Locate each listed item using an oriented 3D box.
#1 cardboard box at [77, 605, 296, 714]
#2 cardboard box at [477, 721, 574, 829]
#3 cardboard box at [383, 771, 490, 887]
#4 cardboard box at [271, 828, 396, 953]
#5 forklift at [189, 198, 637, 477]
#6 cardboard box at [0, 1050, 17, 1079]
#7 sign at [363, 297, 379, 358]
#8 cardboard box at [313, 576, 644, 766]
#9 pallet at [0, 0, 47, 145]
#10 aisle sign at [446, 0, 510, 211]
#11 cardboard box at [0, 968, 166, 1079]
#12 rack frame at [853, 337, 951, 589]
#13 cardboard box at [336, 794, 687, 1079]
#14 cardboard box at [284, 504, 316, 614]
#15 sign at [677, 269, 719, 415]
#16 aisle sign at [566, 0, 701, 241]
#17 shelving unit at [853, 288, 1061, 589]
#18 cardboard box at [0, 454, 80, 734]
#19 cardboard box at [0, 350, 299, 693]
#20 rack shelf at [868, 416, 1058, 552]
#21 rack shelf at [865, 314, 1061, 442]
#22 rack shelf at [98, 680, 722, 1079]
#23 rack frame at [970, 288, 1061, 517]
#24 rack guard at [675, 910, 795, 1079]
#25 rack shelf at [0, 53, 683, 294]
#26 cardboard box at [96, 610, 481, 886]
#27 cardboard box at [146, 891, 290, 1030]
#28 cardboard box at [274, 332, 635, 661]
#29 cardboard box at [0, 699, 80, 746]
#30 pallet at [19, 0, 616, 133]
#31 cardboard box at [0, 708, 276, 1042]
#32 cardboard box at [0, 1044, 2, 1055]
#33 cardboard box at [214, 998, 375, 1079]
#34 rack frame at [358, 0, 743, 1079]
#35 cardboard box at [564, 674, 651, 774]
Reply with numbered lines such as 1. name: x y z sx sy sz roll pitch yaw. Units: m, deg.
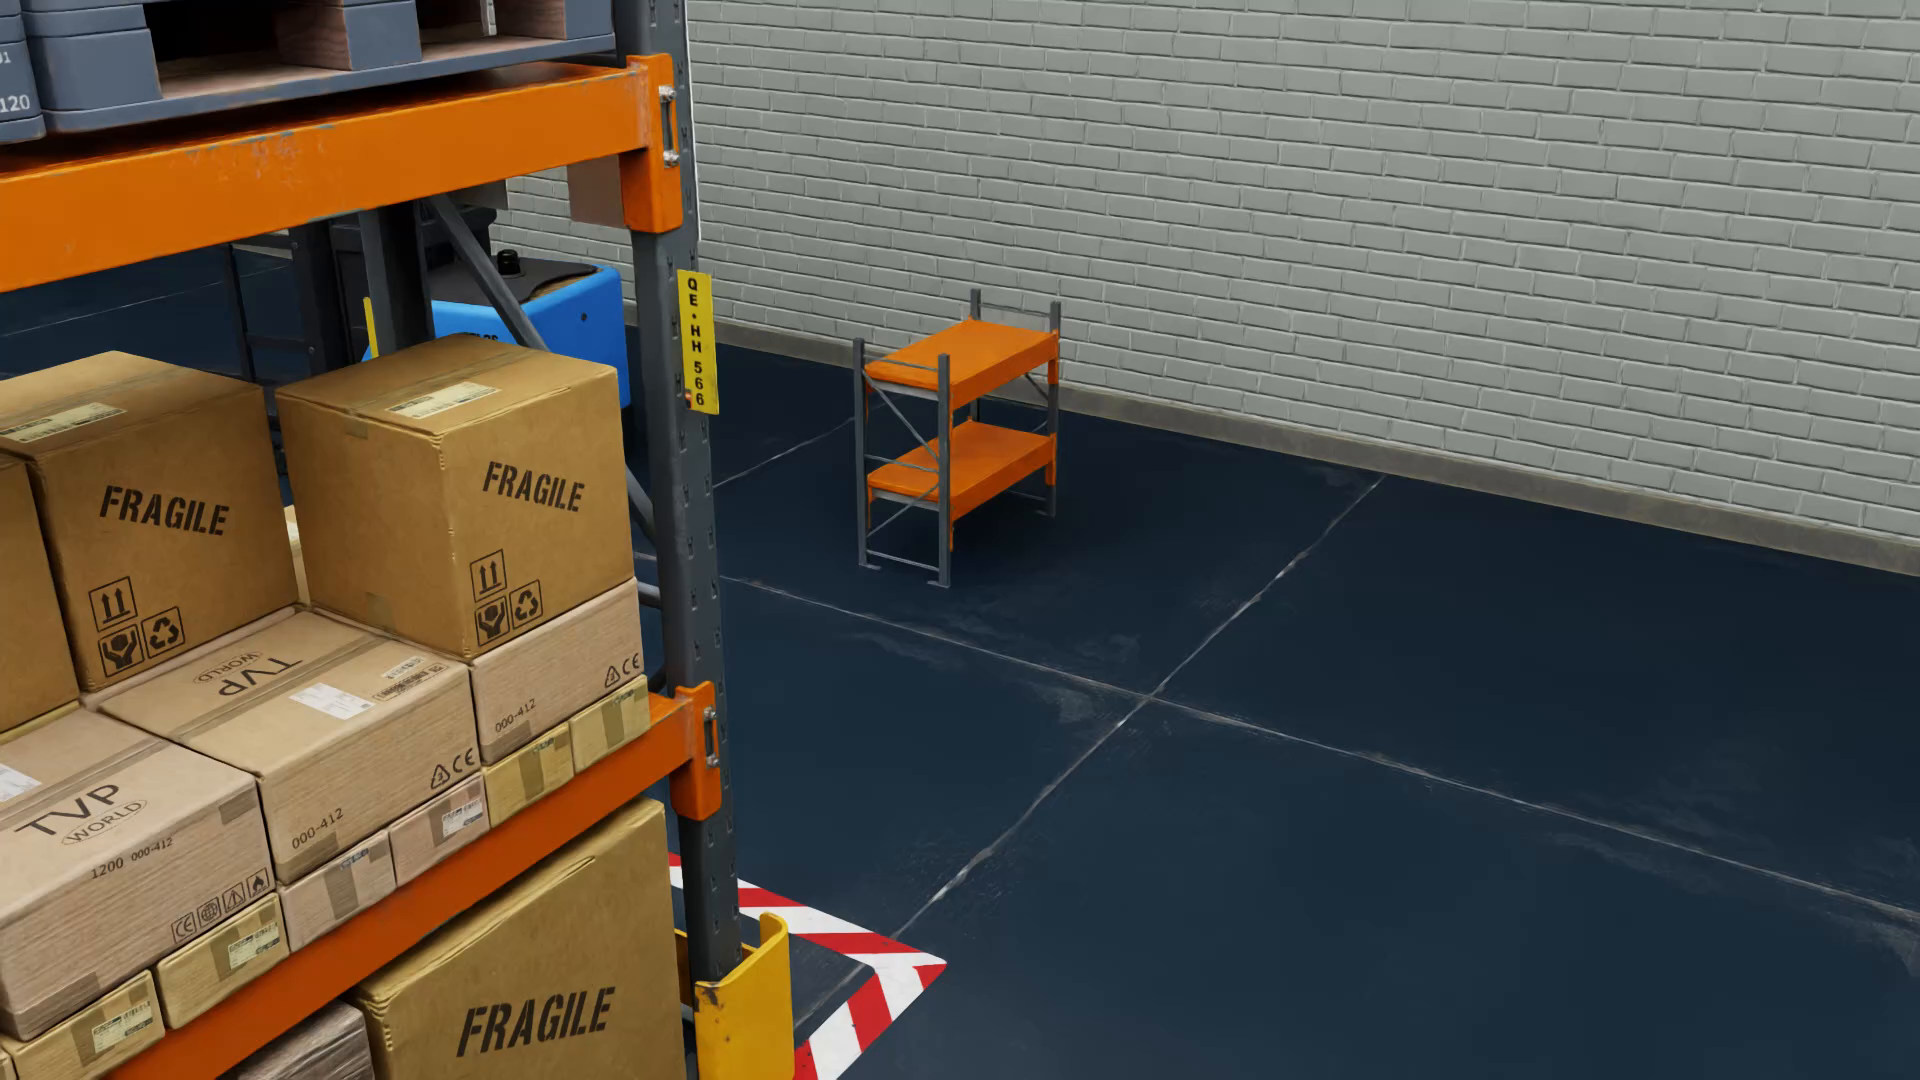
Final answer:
1. cardboard box: -1.797 0.292 3.613 0.500 0.250 0.500 13 27 28
2. cardboard box: -1.089 0.470 3.704 0.380 0.149 0.250 14 27 29
3. cardboard box: -1.223 0.555 3.508 0.380 0.149 0.250 14 27 29
4. cardboard box: -1.356 0.639 3.314 0.380 0.149 0.250 14 27 30
5. forklift: -3.381 -1.870 8.881 3.031 2.935 1.130 9 25 20
6. cardboard box: -1.760 0.898 2.716 0.380 0.149 0.250 14 27 30
7. sign: -1.514 -0.474 4.380 0.100 0.325 0.005 14 27 29
8. cardboard box: -1.076 0.229 3.759 0.500 0.250 0.500 13 27 28
9. pallet: -2.071 -0.592 2.178 1.003 0.211 1.213 14 27 29
10. aisle sign: -1.262 -1.202 3.980 0.394 0.787 0.004 14 27 29
11. cardboard box: -1.627 0.815 2.908 0.380 0.149 0.250 14 27 29
12. rack frame: -0.265 -0.347 7.635 0.500 1.125 0.032 14 27 29
13. cardboard box: -1.315 1.093 4.096 0.875 0.875 0.875 14 27 29
14. cardboard box: -1.528 0.116 4.022 0.500 0.250 0.500 13 27 28
15. sign: -0.592 -0.444 3.744 0.100 0.325 0.005 14 27 29
16. aisle sign: -0.753 -1.077 3.689 0.394 0.787 0.004 14 27 29
17. shelving unit: 0.004 -0.518 8.032 0.538 1.125 1.048 14 27 29
18. cardboard box: -2.060 0.116 3.076 0.500 0.500 0.500 13 27 28
19. cardboard box: -1.792 -0.060 3.483 0.500 0.500 0.500 13 27 28
20. rack shelf: 0.004 -0.294 8.129 0.538 0.278 1.000 14 27 29
21. rack shelf: 0.004 -0.787 7.916 0.538 0.278 1.000 14 27 29
22. rack shelf: -2.100 1.083 2.878 1.077 0.370 4.000 14 27 29
23. rack frame: 0.272 -0.690 8.428 0.500 1.125 0.032 14 27 29
24. rack guard: -1.033 1.217 4.810 1.175 0.500 0.348 14 27 29
25. rack shelf: -2.100 -0.294 2.282 1.077 0.370 4.000 14 27 29
26. cardboard box: -1.344 0.400 3.364 0.500 0.250 0.500 13 27 28
27. cardboard box: -1.491 0.727 3.111 0.380 0.149 0.250 13 27 28
28. cardboard box: -1.079 -0.115 3.609 0.500 0.500 0.500 14 27 30
29. cardboard box: -2.065 0.461 3.223 0.500 0.250 0.500 13 27 27
30. pallet: -1.428 -1.006 3.133 1.003 0.211 1.213 14 27 29
31. cardboard box: -1.612 0.572 2.967 0.500 0.250 0.500 13 27 27
32. cardboard box: -1.883 0.749 2.559 0.500 0.250 0.500 14 27 29
33. cardboard box: -1.795 1.400 3.386 0.875 0.875 0.875 14 27 29
34. rack frame: -1.045 0.078 4.295 1.000 3.000 0.127 14 27 29
35. cardboard box: -0.953 0.382 3.908 0.380 0.149 0.250 14 27 30
